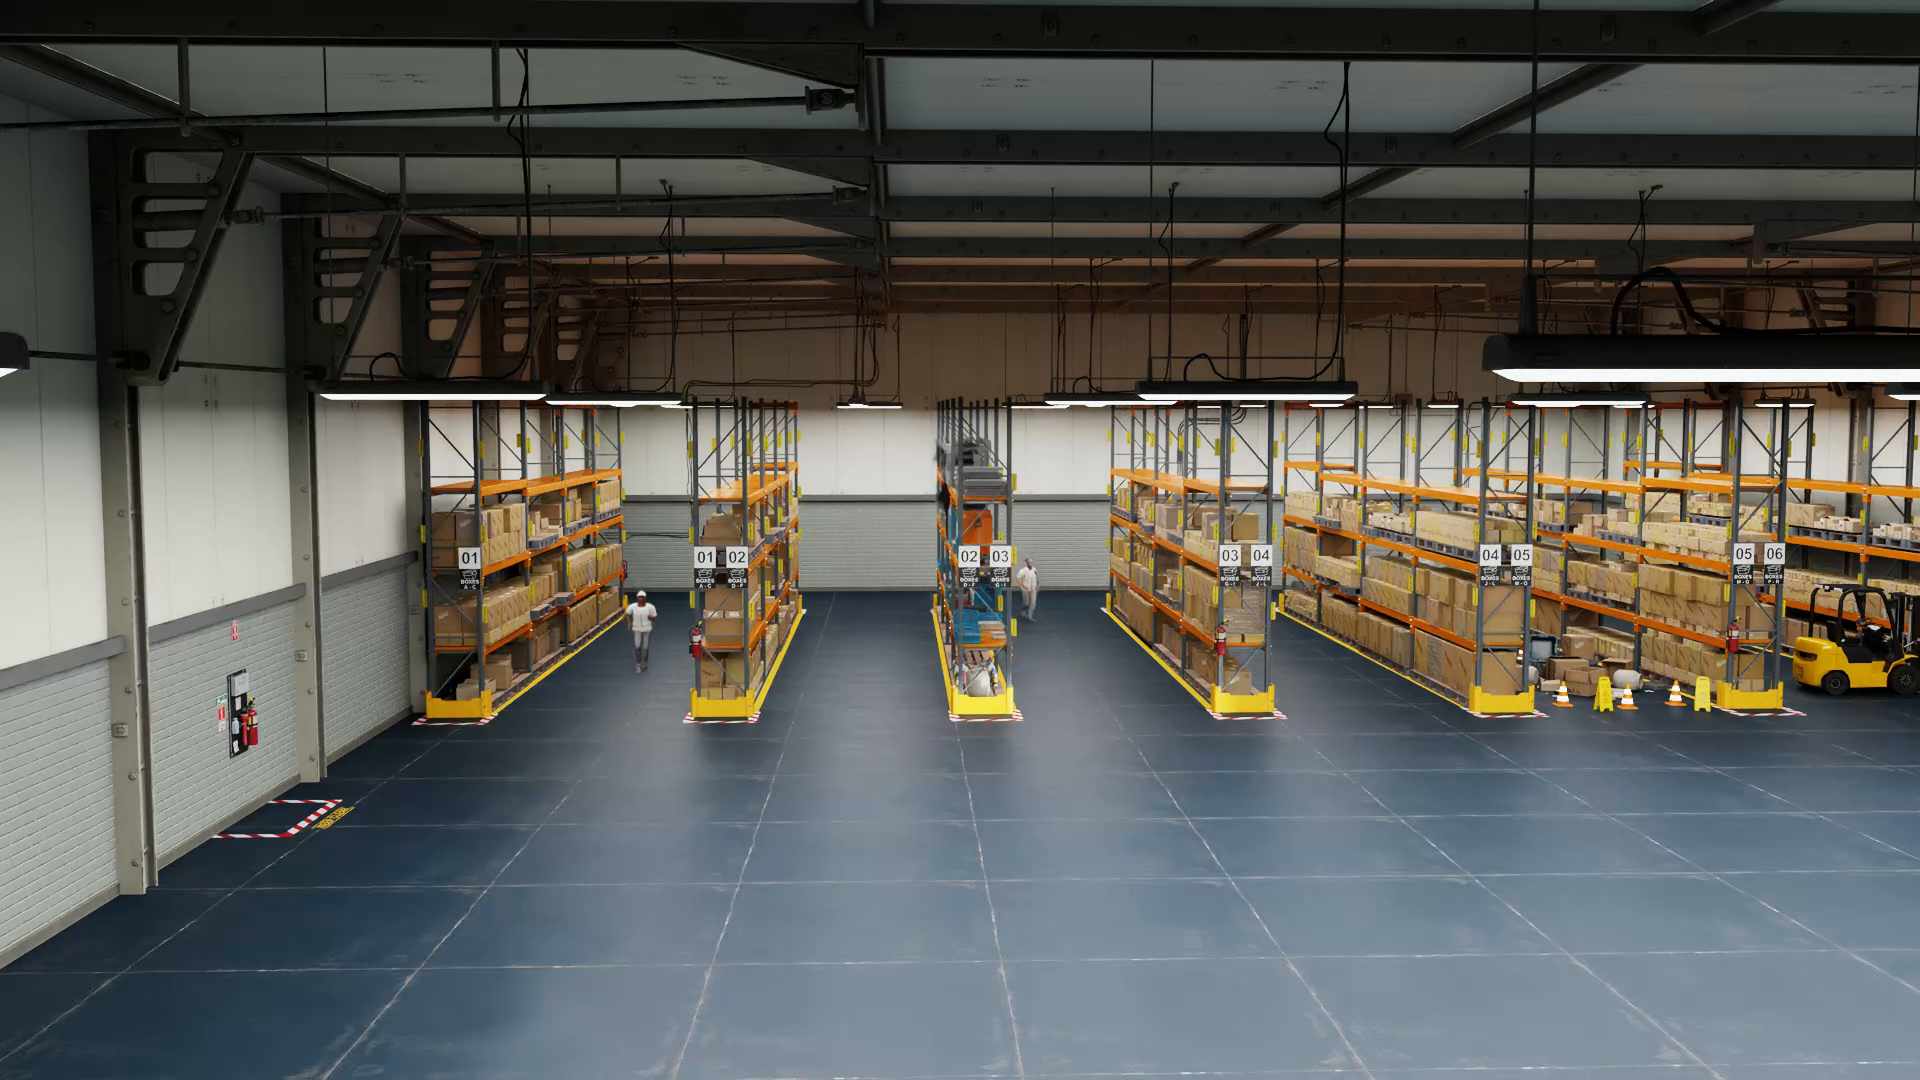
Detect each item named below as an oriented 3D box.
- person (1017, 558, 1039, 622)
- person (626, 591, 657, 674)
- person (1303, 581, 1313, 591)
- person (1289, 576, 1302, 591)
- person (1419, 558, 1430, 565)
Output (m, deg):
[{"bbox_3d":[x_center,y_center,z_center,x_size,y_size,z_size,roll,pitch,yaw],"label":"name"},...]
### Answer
[{"bbox_3d":[1.874,1.342,45.641,0.656,1.748,0.639,-2,5,-20],"label":"person"},{"bbox_3d":[-6.990,2.026,36.540,0.675,1.830,0.722,-1,5,-12],"label":"person"},{"bbox_3d":[10.297,1.064,49.014,0.909,1.683,0.616,-2,5,-20],"label":"person"},{"bbox_3d":[9.999,1.187,48.987,0.653,1.552,0.661,1,5,13],"label":"person"},{"bbox_3d":[13.696,1.060,49.299,0.580,1.720,0.659,0,4,0],"label":"person"}]
